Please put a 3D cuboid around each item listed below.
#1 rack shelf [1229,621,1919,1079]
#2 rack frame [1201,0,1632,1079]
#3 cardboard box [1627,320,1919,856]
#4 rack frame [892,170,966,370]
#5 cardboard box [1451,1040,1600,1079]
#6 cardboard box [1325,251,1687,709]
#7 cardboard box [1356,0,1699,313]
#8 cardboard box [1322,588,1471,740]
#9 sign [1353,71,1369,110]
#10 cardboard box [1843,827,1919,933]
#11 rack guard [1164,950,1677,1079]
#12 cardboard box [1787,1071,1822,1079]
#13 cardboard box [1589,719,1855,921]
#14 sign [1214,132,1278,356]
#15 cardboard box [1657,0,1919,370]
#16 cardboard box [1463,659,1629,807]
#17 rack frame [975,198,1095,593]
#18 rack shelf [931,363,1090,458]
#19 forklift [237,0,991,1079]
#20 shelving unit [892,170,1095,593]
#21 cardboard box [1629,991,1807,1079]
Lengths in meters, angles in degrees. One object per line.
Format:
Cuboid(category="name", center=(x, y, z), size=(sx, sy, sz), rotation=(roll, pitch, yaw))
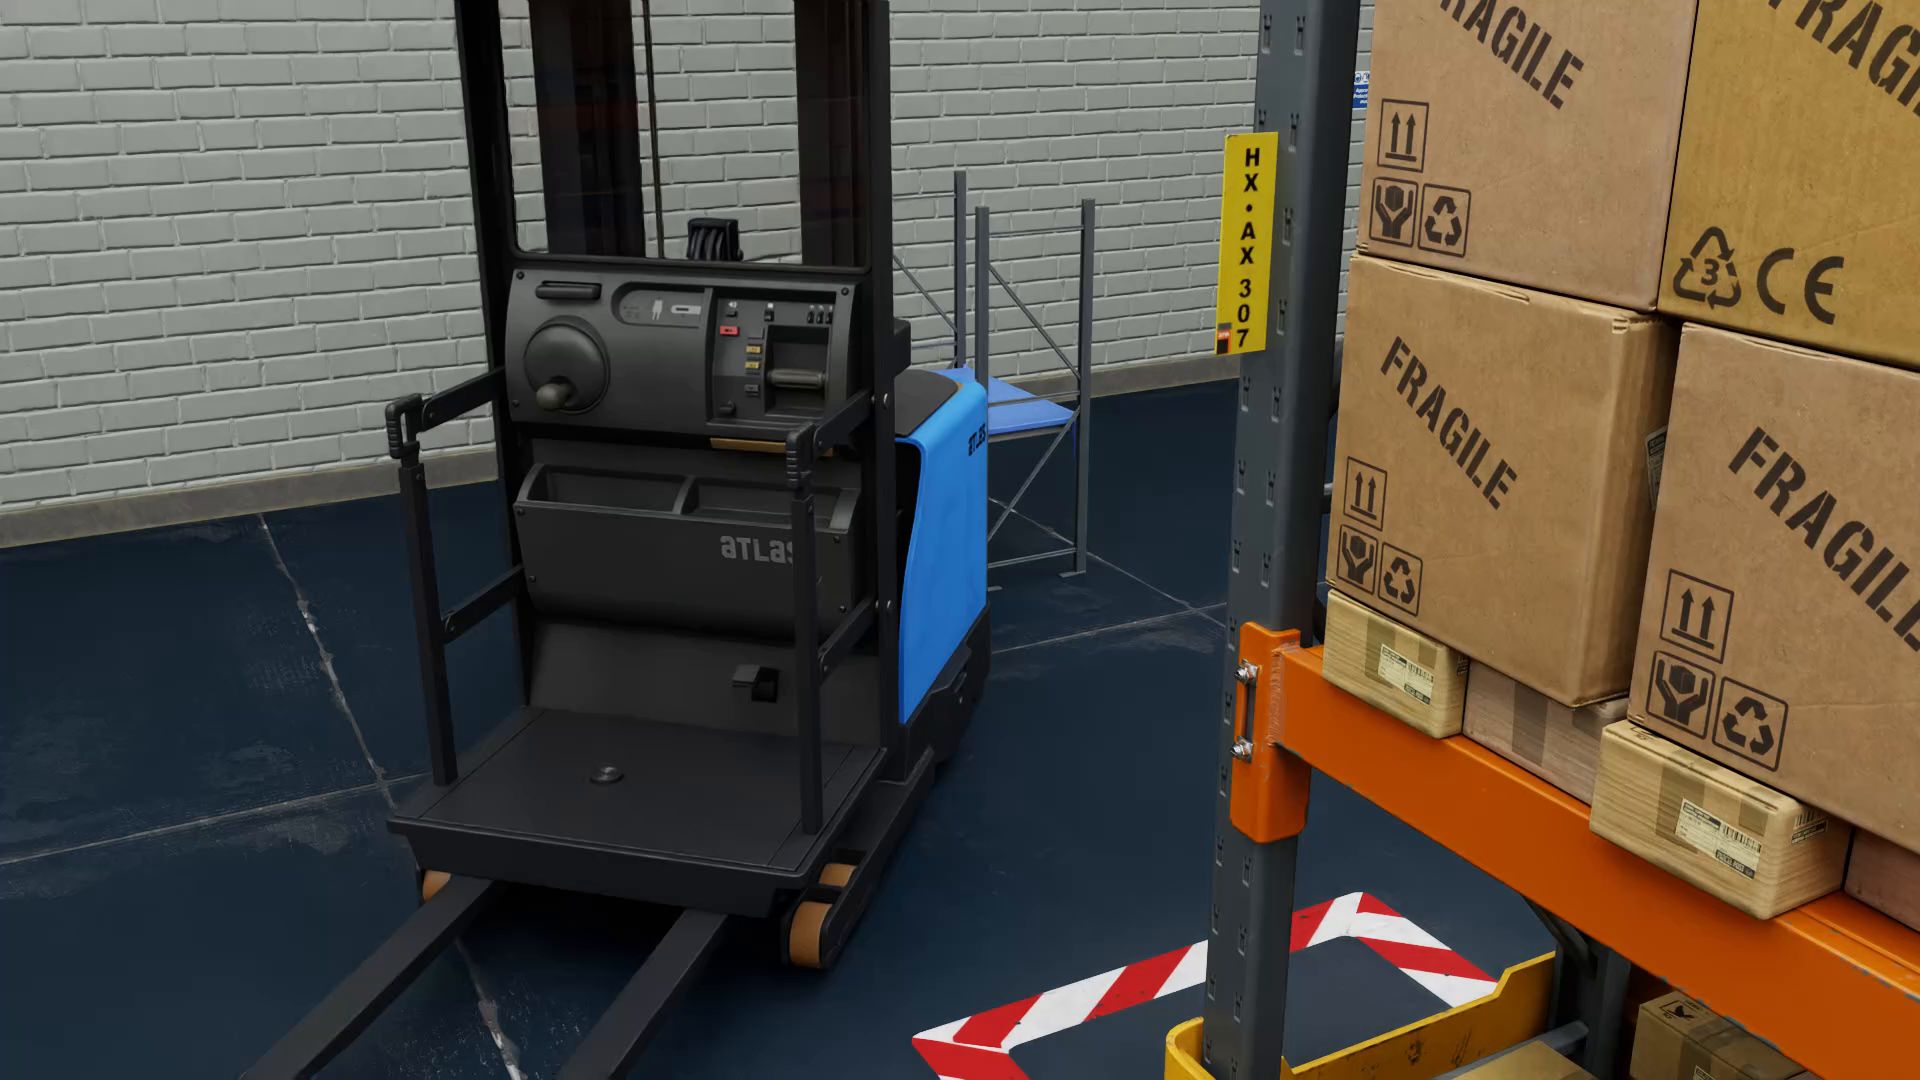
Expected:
Cuboid(category="rack shelf", center=(1.856, 0.800, 1.318), size=(1.077, 0.370, 4.000), rotation=(-10, 21, -27))
Cuboid(category="rack frame", center=(0.904, -0.114, 2.863), size=(0.949, 2.616, 0.053), rotation=(-10, 21, -27))
Cuboid(category="cardboard box", center=(1.153, 0.019, 1.869), size=(0.500, 0.500, 0.500), rotation=(-10, 21, -27))
Cuboid(category="rack frame", center=(-0.201, -0.830, 7.239), size=(0.500, 1.500, 0.032), rotation=(-10, 21, -27))
Cuboid(category="cardboard box", center=(0.856, 0.956, 2.576), size=(0.380, 0.149, 0.250), rotation=(-11, 22, -29))
Cuboid(category="cardboard box", center=(0.877, -0.131, 2.303), size=(0.500, 0.500, 0.500), rotation=(-9, 21, -24))
Cuboid(category="cardboard box", center=(0.886, -0.605, 2.144), size=(0.500, 0.500, 0.500), rotation=(-10, 21, -27))
Cuboid(category="cardboard box", center=(0.772, 0.148, 2.489), size=(0.380, 0.149, 0.250), rotation=(-10, 21, -27))
Cuboid(category="sign", center=(2.445, -2.663, 9.837), size=(0.327, 0.218, 0.001), rotation=(-10, 21, -27))
Cuboid(category="cardboard box", center=(1.254, 0.353, 1.894), size=(0.380, 0.149, 0.250), rotation=(-9, 21, -24))
Cuboid(category="rack guard", center=(0.943, 1.089, 3.209), size=(1.175, 0.500, 0.348), rotation=(-10, 21, -27))
Cuboid(category="cardboard box", center=(1.450, 0.947, 2.603), size=(0.380, 0.149, 0.250), rotation=(-10, 21, -26))
Cuboid(category="cardboard box", center=(1.010, 0.300, 2.048), size=(0.380, 0.149, 0.250), rotation=(-11, 22, -28))
Cuboid(category="sign", center=(0.429, -0.440, 2.480), size=(0.100, 0.325, 0.005), rotation=(-10, 21, -27))
Cuboid(category="cardboard box", center=(1.131, -0.461, 1.727), size=(0.500, 0.500, 0.500), rotation=(-9, 21, -25))
Cuboid(category="cardboard box", center=(0.929, 0.215, 2.296), size=(0.380, 0.149, 0.250), rotation=(-9, 21, -25))
Cuboid(category="rack frame", center=(0.282, -0.539, 6.393), size=(0.500, 1.500, 0.032), rotation=(-10, 21, -27))
Cuboid(category="rack shelf", center=(0.041, -0.514, 6.874), size=(0.538, 0.185, 1.000), rotation=(-10, 21, -27))
Cuboid(category="forklift", center=(-0.766, -0.471, 4.004), size=(1.130, 2.935, 3.031), rotation=(5, 20, 14))
Cuboid(category="shelving unit", center=(0.041, -0.684, 6.816), size=(0.538, 1.500, 1.048), rotation=(-10, 21, -27))
Cuboid(category="cardboard box", center=(1.381, 0.866, 2.838), size=(0.380, 0.149, 0.250), rotation=(-10, 21, -26))
